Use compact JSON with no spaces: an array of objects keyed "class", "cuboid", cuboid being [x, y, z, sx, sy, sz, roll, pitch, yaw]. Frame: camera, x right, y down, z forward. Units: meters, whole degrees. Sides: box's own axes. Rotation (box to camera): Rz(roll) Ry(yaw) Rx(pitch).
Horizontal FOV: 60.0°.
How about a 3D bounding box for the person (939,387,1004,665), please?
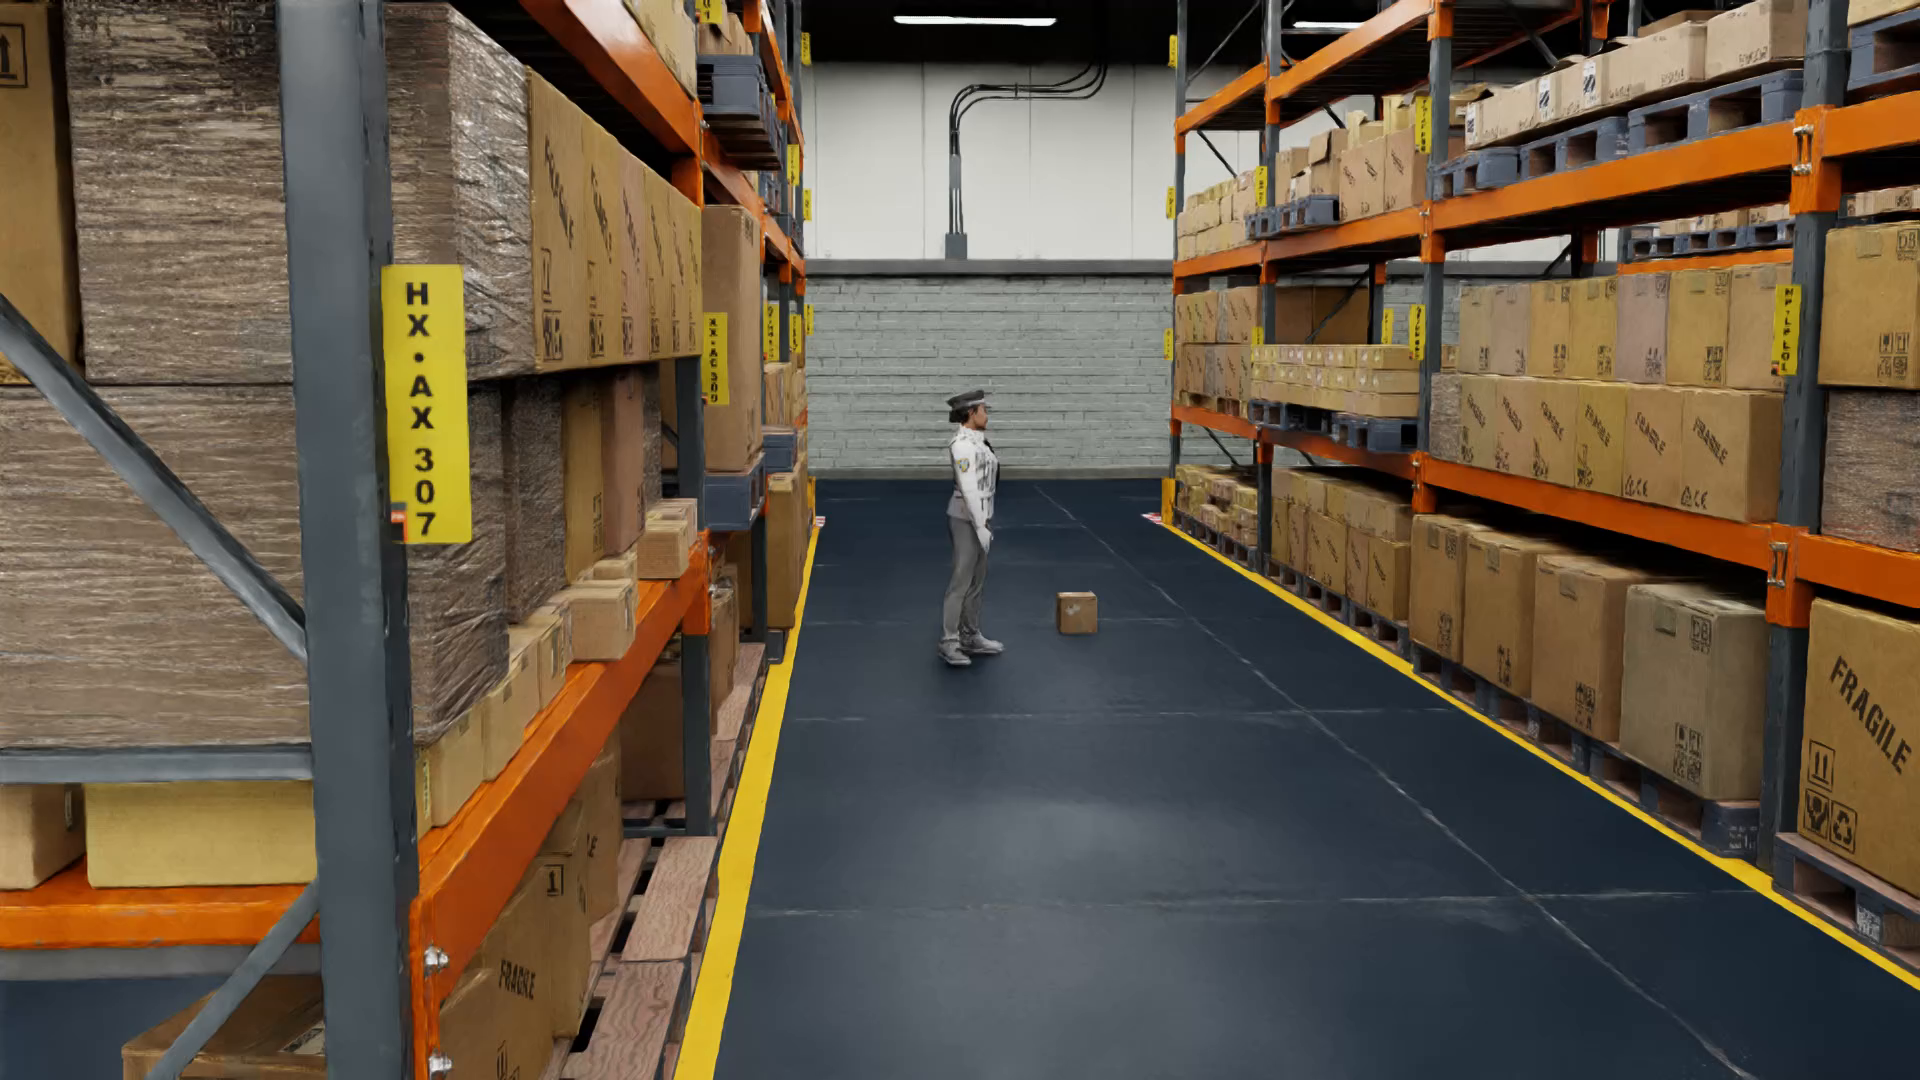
[{"class":"person","cuboid":[0.067,-0.102,10.327,0.357,1.689,0.608,1,7,10]}]
